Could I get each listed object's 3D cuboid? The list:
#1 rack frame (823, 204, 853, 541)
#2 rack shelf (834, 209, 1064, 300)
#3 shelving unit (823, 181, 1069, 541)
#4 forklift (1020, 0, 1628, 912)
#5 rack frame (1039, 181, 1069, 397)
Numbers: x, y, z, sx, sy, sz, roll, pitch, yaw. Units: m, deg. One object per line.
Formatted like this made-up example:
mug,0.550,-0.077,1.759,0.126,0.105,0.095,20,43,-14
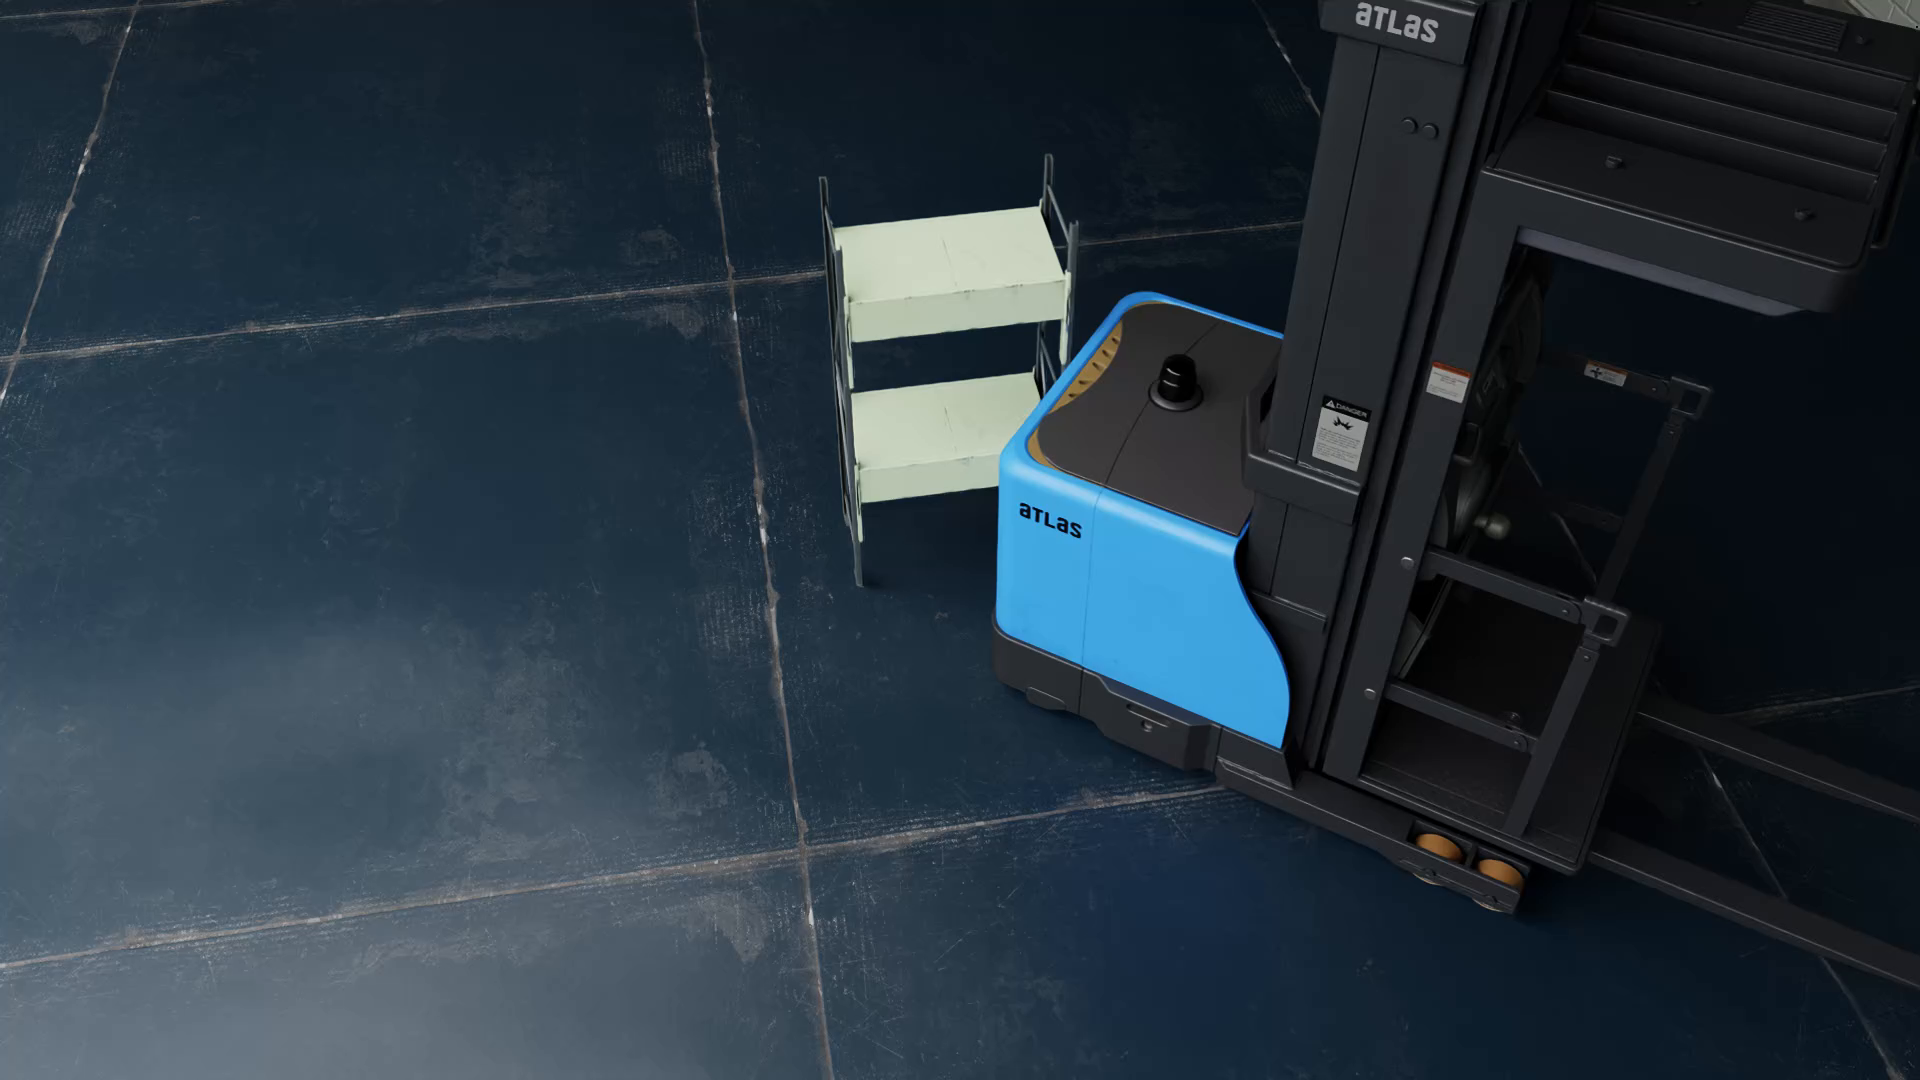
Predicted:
rack frame,-0.401,-0.492,5.683,0.010,1.308,0.380,-7,47,-7
rack shelf,-0.041,-0.901,5.350,0.686,0.052,0.368,-7,47,-7
shelving unit,-0.041,-0.539,5.728,0.742,1.308,0.380,-7,47,-7
forklift,1.640,-0.306,4.510,3.031,2.935,1.109,22,50,20
rack frame,0.319,-0.586,5.773,0.010,1.308,0.380,-7,47,-7
